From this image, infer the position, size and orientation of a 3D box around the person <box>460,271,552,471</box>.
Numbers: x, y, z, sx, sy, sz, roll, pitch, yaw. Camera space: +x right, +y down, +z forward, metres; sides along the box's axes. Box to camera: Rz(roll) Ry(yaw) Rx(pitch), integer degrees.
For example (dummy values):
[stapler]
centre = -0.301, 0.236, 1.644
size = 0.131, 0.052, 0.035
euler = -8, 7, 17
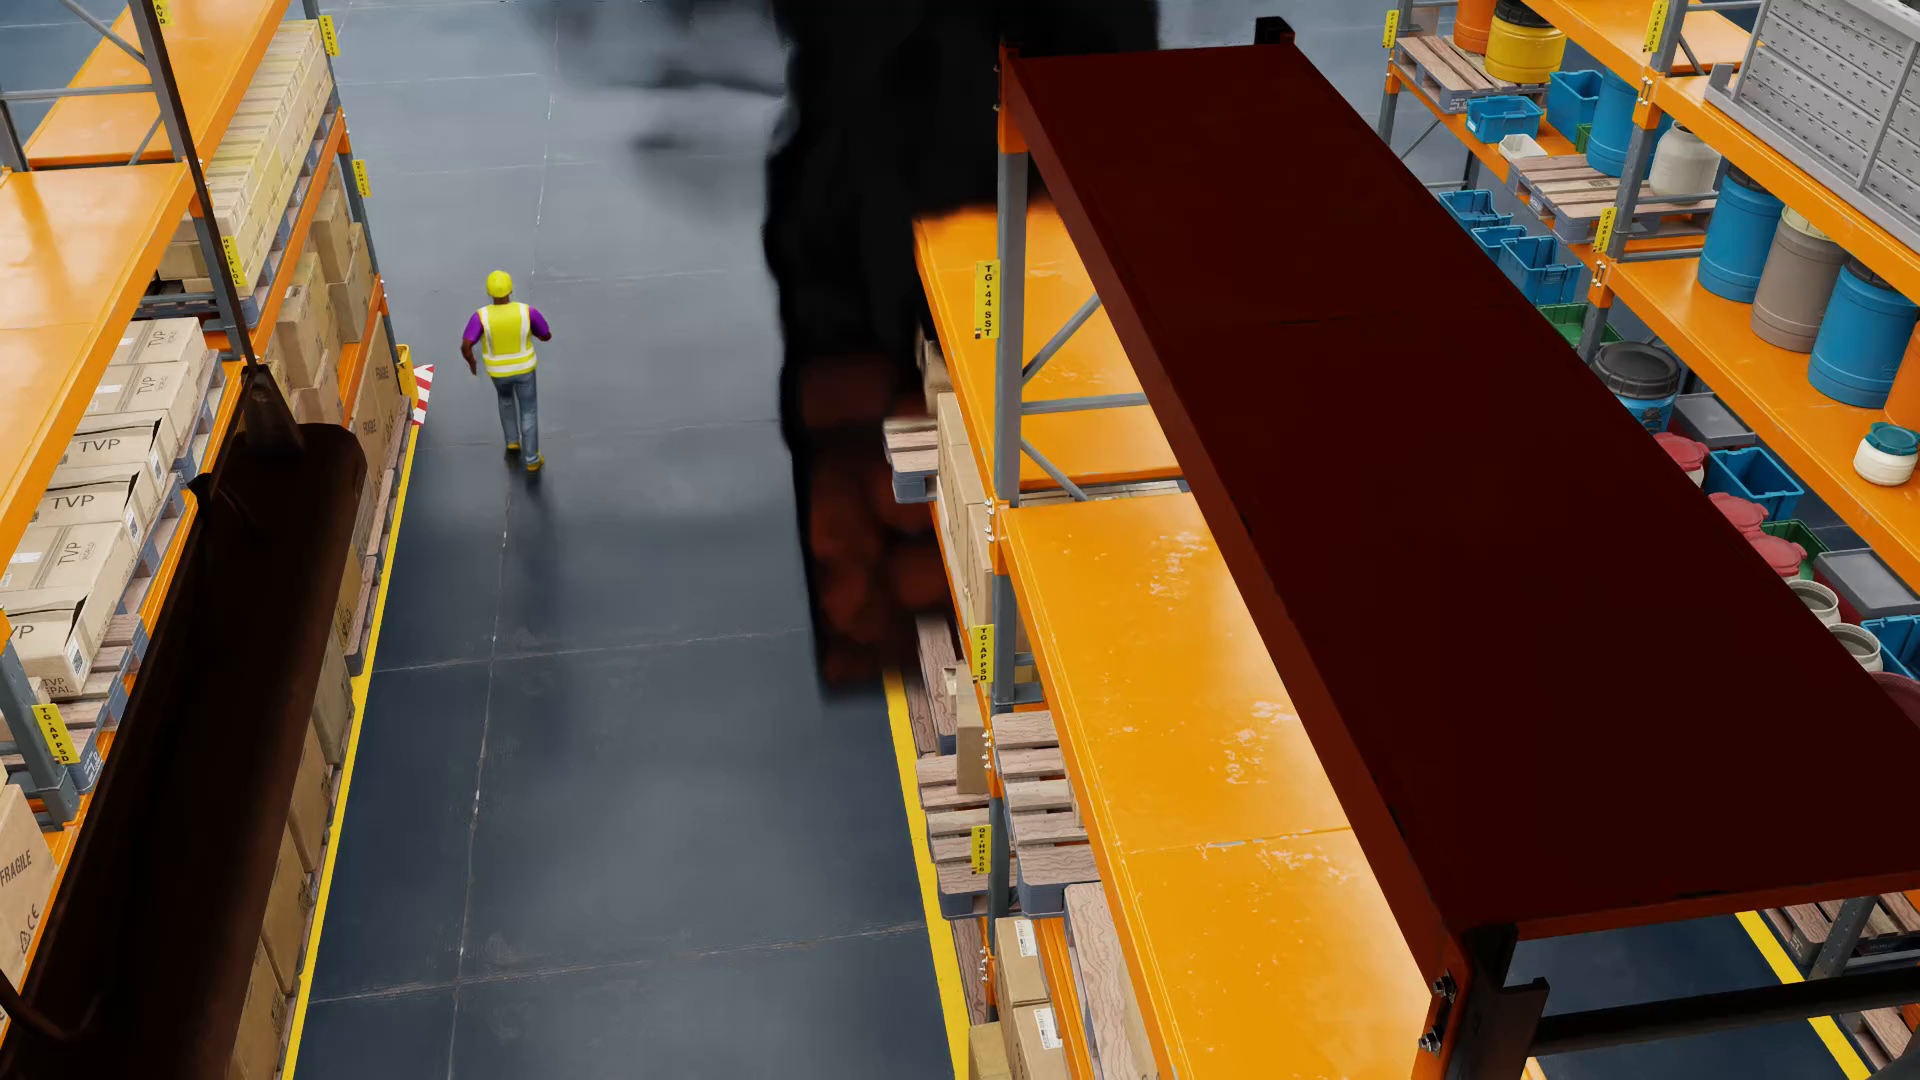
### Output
[person]
centre = -3.726, -1.402, 13.876
size = 0.707, 1.841, 0.716
euler = -6, 37, -9
